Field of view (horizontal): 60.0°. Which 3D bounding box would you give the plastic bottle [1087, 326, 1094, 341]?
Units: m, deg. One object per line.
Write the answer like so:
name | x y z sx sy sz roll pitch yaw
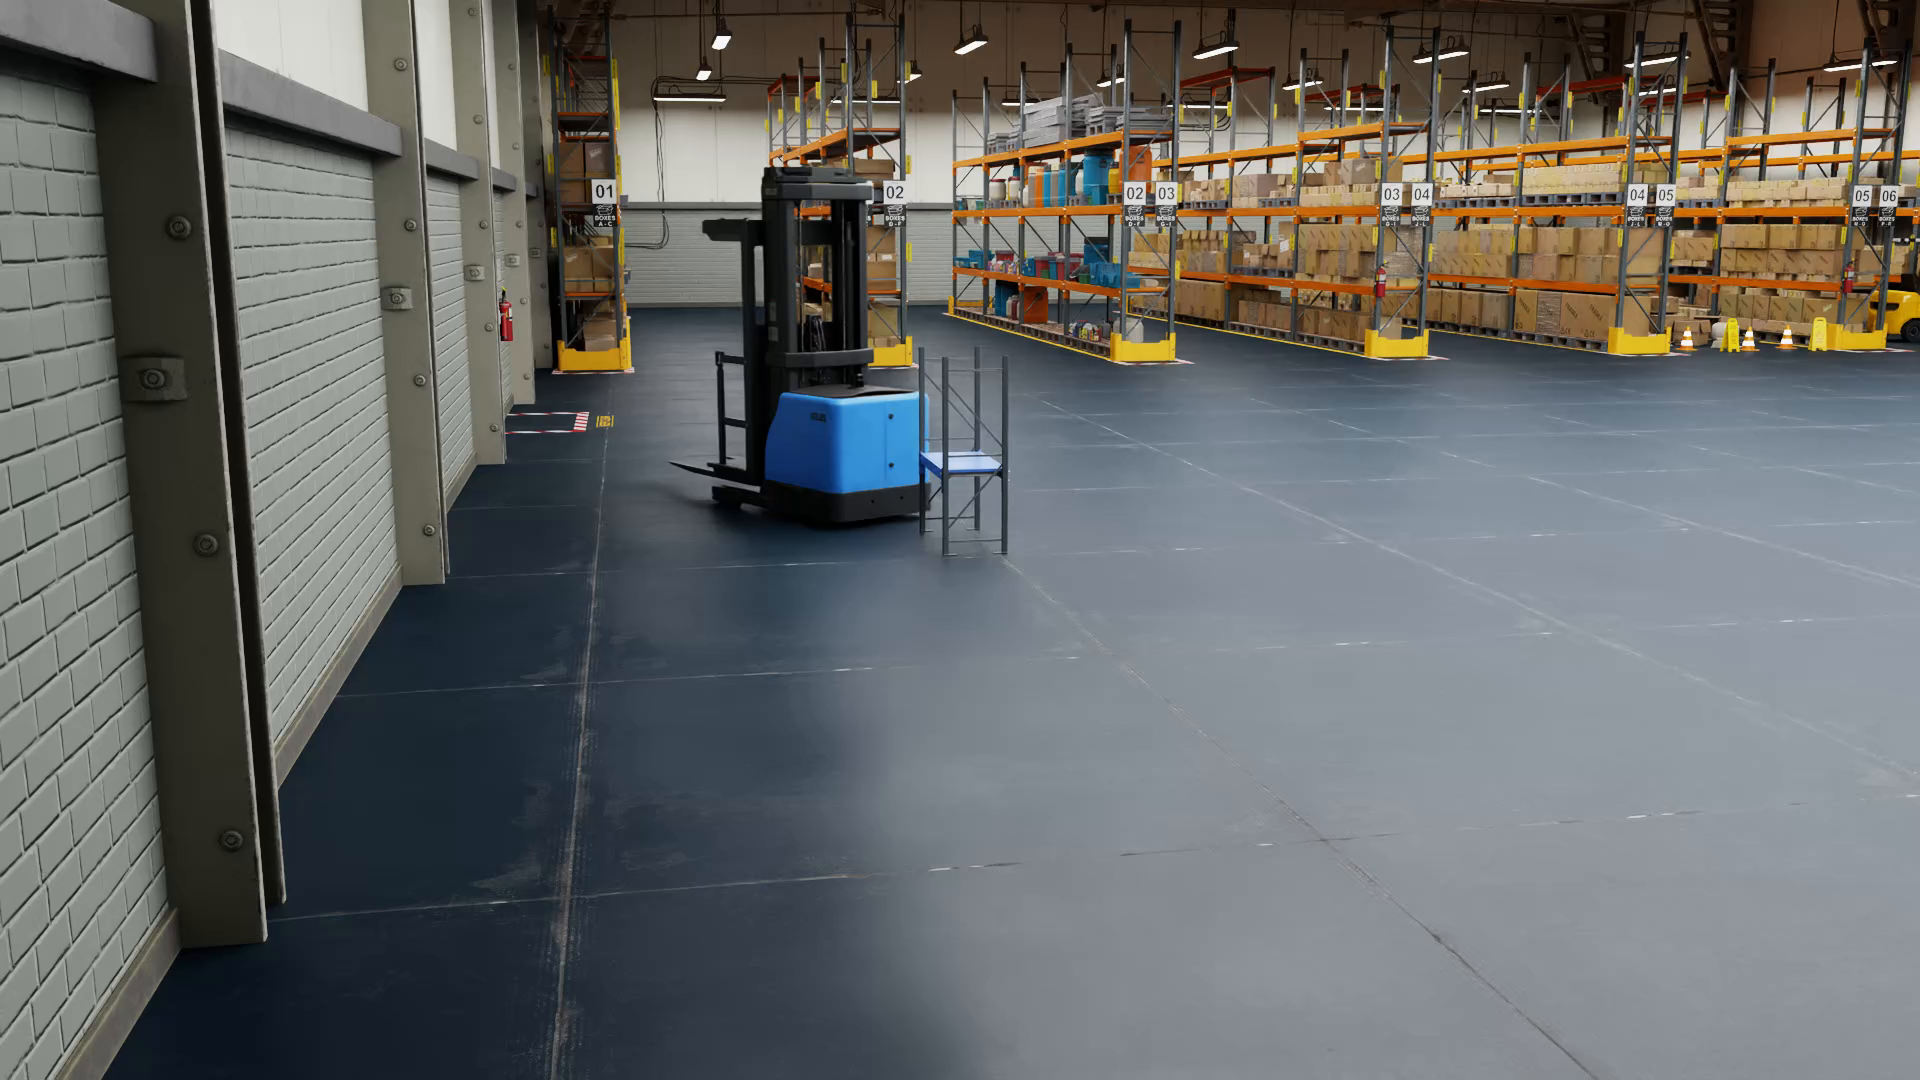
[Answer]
plastic bottle | 2.577 -4.036 32.485 0.152 0.276 0.135 -2 11 -13

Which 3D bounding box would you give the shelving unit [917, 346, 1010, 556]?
shelving unit | 0.017 -0.721 12.974 0.538 1.500 1.048 -2 11 -11

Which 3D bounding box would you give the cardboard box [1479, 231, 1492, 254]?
cardboard box | 12.076 -6.658 37.212 0.700 0.500 0.500 -2 11 -11

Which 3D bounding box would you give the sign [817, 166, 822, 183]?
sign | -2.755 -7.179 32.644 0.100 0.325 0.005 -2 11 -11

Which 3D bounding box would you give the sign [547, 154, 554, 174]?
sign | -6.853 -6.296 27.861 0.100 0.325 0.005 -2 11 -11

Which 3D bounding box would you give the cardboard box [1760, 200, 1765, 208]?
cardboard box | 17.238 -7.134 35.305 0.380 0.149 0.250 -2 11 -13

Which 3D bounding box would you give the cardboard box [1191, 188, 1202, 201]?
cardboard box | 6.063 -8.577 41.328 0.500 0.311 0.500 -3 11 -13

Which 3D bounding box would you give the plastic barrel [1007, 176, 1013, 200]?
plastic barrel | 1.456 -8.577 40.589 0.600 0.588 0.600 0 11 0

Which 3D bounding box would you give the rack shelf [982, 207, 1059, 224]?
rack shelf | 1.468 -7.718 39.627 1.077 0.370 4.000 -2 11 -11

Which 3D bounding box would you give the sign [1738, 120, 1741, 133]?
sign | 21.070 -11.192 45.007 0.100 0.325 0.005 -2 11 -11

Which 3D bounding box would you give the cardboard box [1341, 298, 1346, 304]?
cardboard box | 10.384 -6.354 44.264 0.380 0.149 0.250 -3 11 -14

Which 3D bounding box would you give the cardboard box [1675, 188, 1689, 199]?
cardboard box | 16.767 -7.933 38.108 0.500 0.250 0.500 -2 11 -10

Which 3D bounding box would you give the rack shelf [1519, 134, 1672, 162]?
rack shelf | 12.767 -7.870 33.471 1.077 0.370 4.000 -2 11 -11

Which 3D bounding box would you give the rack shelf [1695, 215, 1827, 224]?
rack shelf | 20.915 -8.440 43.418 1.077 0.370 4.000 -2 11 -11

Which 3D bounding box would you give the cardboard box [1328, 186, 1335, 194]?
cardboard box | 7.545 -6.965 33.079 0.380 0.149 0.250 -2 11 -12

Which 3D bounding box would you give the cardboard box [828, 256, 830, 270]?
cardboard box | -2.558 -5.697 34.840 0.500 0.500 0.500 -2 11 -11

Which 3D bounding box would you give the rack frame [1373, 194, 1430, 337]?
rack frame | 8.271 -4.944 31.150 1.000 3.000 0.127 -2 11 -11

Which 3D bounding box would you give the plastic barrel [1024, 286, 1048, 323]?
plastic barrel | 1.745 -5.461 38.545 0.600 0.830 0.708 -2 11 -11

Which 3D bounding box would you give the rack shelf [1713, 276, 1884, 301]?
rack shelf | 17.603 -5.318 35.038 1.077 0.370 4.000 -2 11 -11

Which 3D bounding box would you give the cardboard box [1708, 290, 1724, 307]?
cardboard box | 20.513 -6.471 44.733 0.500 0.500 0.500 -2 11 -12

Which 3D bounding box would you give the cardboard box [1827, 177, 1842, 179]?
cardboard box | 21.402 -8.500 40.154 0.700 0.500 0.500 -2 11 -12

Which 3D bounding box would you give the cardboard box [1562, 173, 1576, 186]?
cardboard box | 12.496 -7.263 33.528 0.500 0.250 0.500 -2 11 -10

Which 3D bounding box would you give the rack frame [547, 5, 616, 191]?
rack frame | -6.305 -7.351 27.750 1.000 3.000 0.127 -2 11 -11

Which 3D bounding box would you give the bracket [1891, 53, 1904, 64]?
bracket | 22.175 -11.373 39.255 0.235 0.232 0.430 -2 11 -11

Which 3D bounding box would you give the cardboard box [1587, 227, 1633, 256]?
cardboard box | 12.925 -5.877 32.763 0.875 0.550 0.550 -2 11 -11

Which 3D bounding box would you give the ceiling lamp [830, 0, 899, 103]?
ceiling lamp | -2.626 -13.916 46.633 2.000 3.185 0.800 -2 11 -11

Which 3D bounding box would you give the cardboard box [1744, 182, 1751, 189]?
cardboard box | 17.077 -7.615 35.699 0.380 0.149 0.250 -2 11 -13

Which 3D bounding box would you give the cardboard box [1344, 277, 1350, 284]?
cardboard box | 7.754 -5.094 32.610 0.380 0.149 0.250 -2 11 -11

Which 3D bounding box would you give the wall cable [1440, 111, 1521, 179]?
wall cable | 16.976 -12.359 53.961 2.988 3.039 0.133 -2 11 -11

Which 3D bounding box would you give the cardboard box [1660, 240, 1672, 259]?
cardboard box | 16.604 -6.798 38.704 0.500 0.500 0.500 -3 11 -13

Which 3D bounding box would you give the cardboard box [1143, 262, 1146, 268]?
cardboard box | 5.157 -7.442 44.948 0.380 0.149 0.250 -2 11 -12

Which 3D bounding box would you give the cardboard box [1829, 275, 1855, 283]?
cardboard box | 17.710 -5.242 33.387 0.380 0.149 0.250 -2 11 -9

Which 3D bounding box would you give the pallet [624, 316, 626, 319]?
pallet | -8.710 -5.377 40.883 1.003 0.211 1.213 -2 11 -11

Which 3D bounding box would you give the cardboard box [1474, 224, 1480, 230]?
cardboard box | 14.806 -8.878 47.141 0.380 0.149 0.250 -2 11 -13

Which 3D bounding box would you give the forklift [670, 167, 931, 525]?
forklift | -1.564 -1.784 14.729 1.130 2.935 3.031 -9 14 -38

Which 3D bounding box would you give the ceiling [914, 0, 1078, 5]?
ceiling | 2.143 -15.649 47.282 6.000 0.001 6.000 -2 11 -11

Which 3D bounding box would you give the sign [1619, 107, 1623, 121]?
sign | 15.893 -10.235 39.980 0.100 0.325 0.005 -2 11 -11

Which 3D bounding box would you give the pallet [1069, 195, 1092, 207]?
pallet | 2.871 -6.750 33.119 1.213 0.211 1.003 -2 11 -11

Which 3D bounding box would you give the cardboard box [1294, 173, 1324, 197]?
cardboard box | 7.499 -7.498 35.147 0.797 0.503 0.637 -3 11 -14

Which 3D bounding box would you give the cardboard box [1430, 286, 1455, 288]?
cardboard box | 11.704 -6.055 40.544 0.500 0.250 0.500 -3 11 -14

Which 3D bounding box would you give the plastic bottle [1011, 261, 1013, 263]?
plastic bottle | 1.243 -6.481 39.539 0.061 0.283 0.133 -2 11 -11

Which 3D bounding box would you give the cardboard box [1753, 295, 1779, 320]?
cardboard box | 17.279 -4.951 35.412 0.500 0.500 0.500 -2 11 -8

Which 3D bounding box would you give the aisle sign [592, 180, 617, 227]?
aisle sign | -5.997 -5.679 28.056 0.394 0.787 0.004 -2 11 -11

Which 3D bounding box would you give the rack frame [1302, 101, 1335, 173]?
rack frame | 10.044 -10.988 46.857 1.000 3.000 0.127 -2 11 -11

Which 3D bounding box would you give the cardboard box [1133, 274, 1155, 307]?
cardboard box | 5.362 -6.927 46.126 0.875 0.875 0.875 -2 11 -11

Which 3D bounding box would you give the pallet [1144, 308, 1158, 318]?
pallet | 5.626 -6.142 44.900 1.003 0.211 1.213 -2 11 -11

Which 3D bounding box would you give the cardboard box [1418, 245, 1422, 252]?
cardboard box | 11.055 -7.022 40.023 0.380 0.149 0.250 -3 11 -13

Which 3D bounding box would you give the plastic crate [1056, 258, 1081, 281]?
plastic crate | 2.241 -5.607 34.460 0.402 0.464 0.583 -2 11 -11

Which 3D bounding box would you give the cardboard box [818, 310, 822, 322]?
cardboard box | -2.584 -4.513 33.616 0.500 0.311 0.500 -2 11 -11

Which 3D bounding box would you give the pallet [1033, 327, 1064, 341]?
pallet | 2.204 -4.495 36.246 1.003 0.211 1.213 -2 11 -11

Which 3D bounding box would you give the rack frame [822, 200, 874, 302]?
rack frame | -2.224 -5.318 33.116 1.000 3.000 0.127 -2 11 -11

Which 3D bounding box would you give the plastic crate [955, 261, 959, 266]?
plastic crate | 0.007 -7.479 45.015 0.250 0.136 0.298 -2 11 -11

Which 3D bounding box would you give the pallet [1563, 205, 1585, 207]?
pallet | 16.039 -8.474 42.177 1.003 0.211 1.213 -2 11 -8
